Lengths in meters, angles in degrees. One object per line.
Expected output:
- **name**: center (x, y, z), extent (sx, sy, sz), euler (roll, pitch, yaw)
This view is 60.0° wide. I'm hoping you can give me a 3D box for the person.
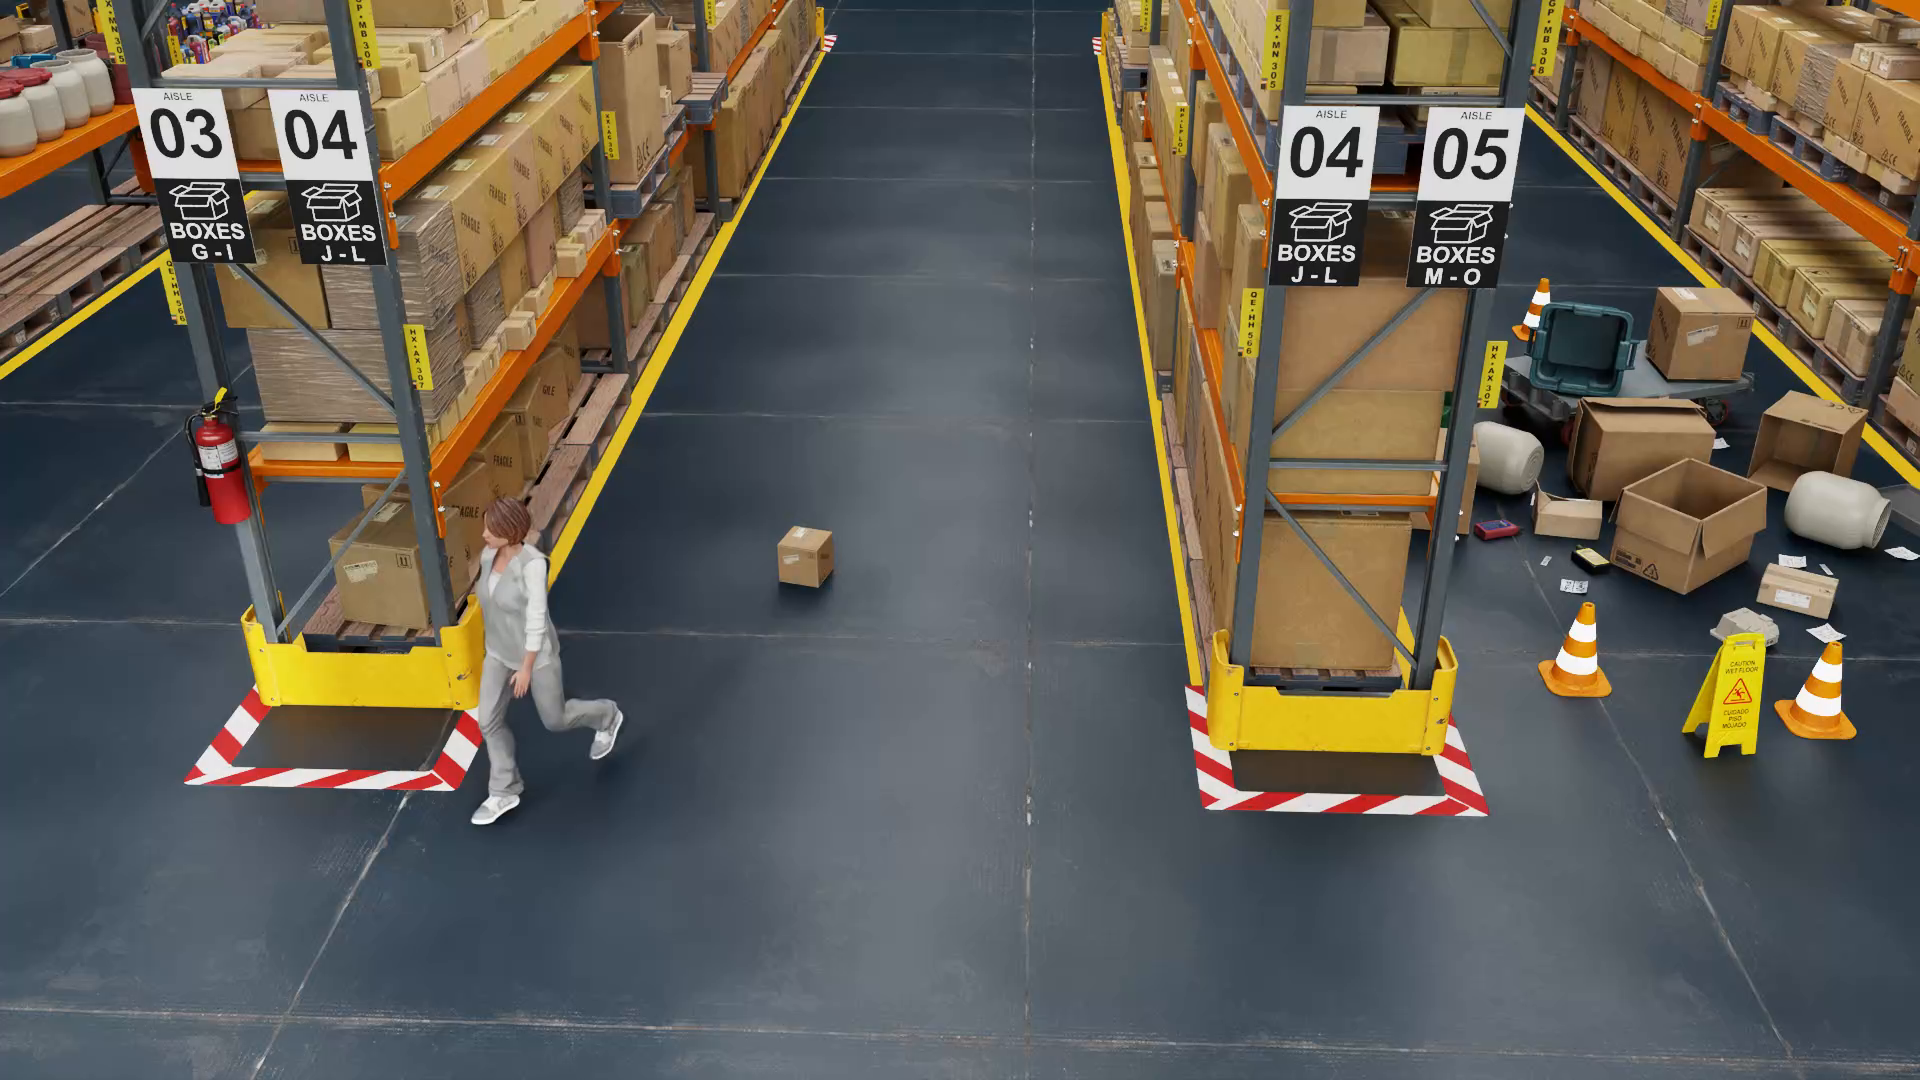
- **person**: center (-2.001, 0.499, 7.693), extent (0.399, 1.548, 0.869), euler (16, 32, 28)
